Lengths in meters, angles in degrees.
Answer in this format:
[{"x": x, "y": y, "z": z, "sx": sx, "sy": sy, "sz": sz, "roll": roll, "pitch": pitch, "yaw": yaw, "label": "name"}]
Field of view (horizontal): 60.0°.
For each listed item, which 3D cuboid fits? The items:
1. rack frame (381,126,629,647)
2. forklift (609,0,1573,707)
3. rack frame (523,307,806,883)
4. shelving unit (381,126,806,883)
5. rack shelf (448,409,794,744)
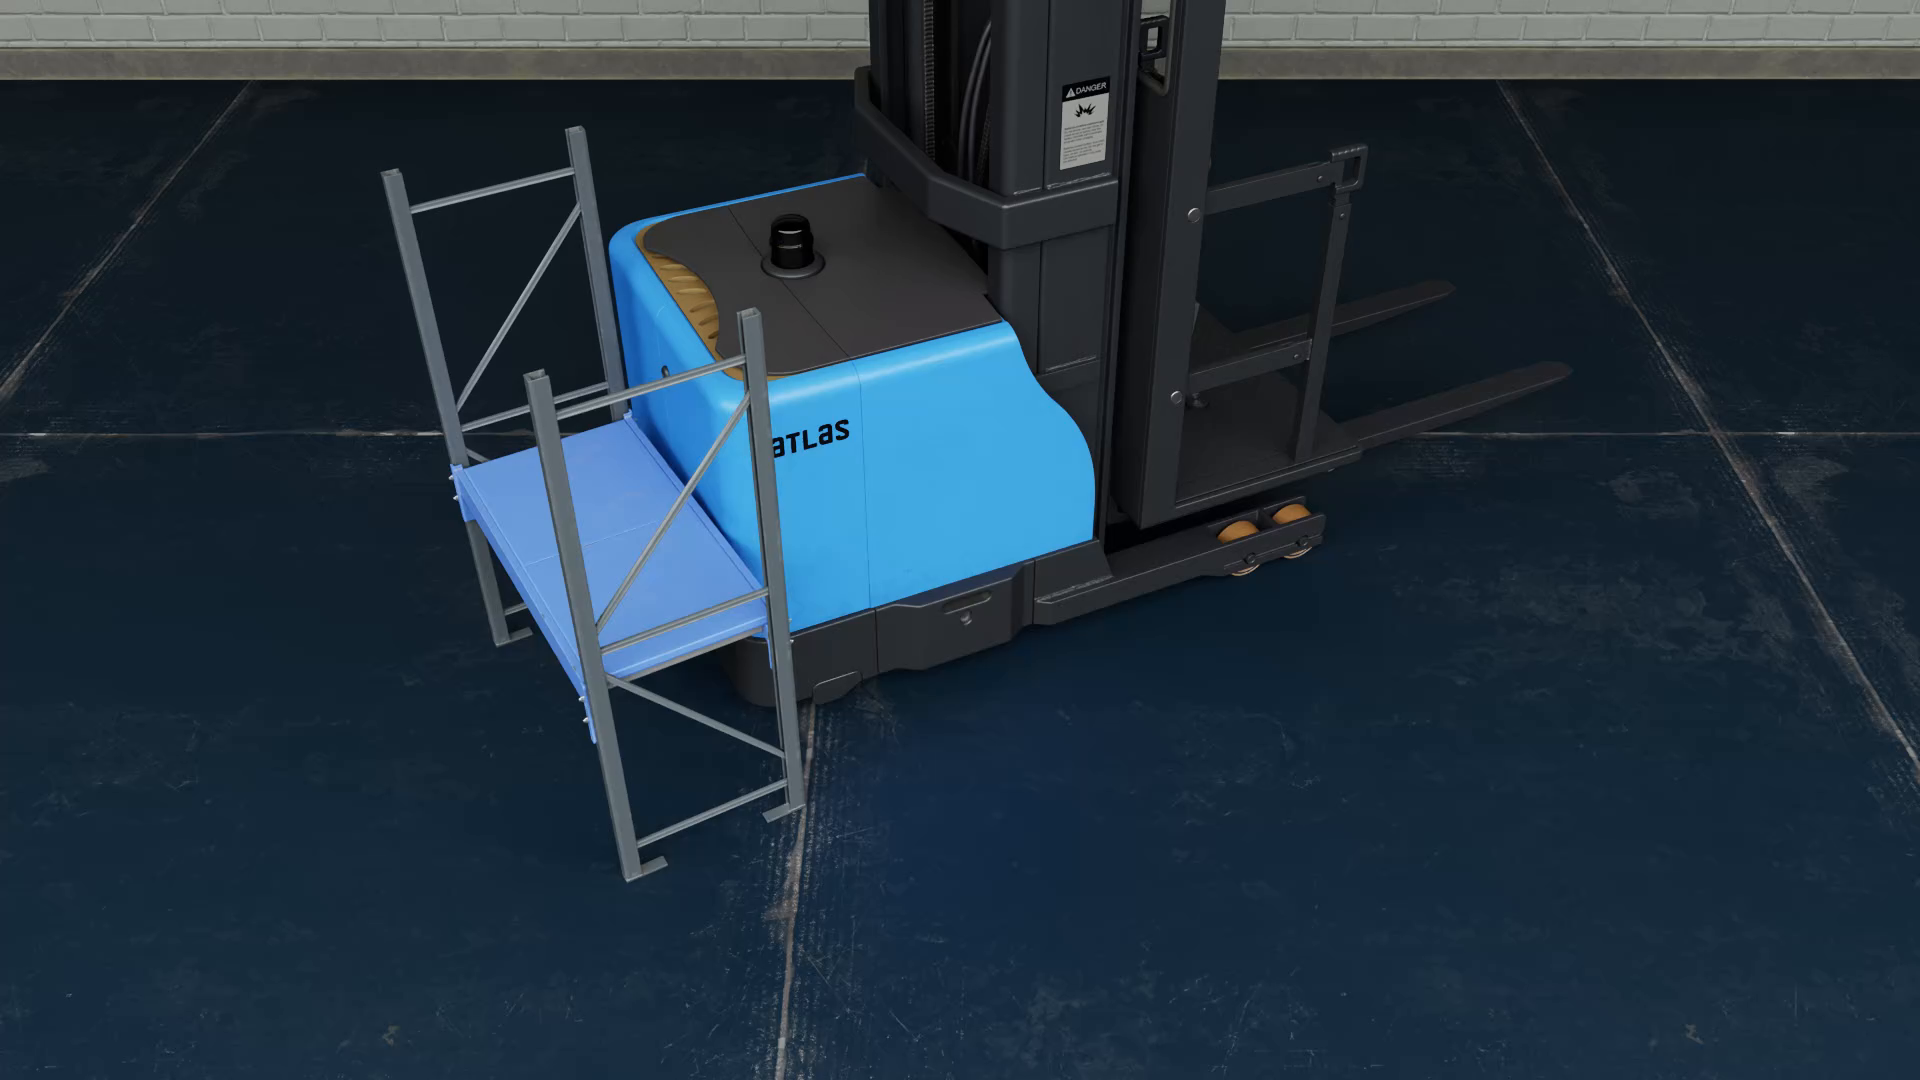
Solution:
[{"x": -1.148, "y": -0.359, "z": 4.497, "sx": 0.500, "sy": 1.500, "sz": 0.032, "roll": -20, "pitch": 43, "yaw": -23, "label": "rack frame"}, {"x": 0.563, "y": -1.315, "z": 4.547, "sx": 3.031, "sy": 2.935, "sz": 1.130, "roll": -17, "pitch": 42, "yaw": -20, "label": "forklift"}, {"x": -0.631, "y": 0.189, "z": 3.814, "sx": 0.500, "sy": 1.500, "sz": 0.032, "roll": -20, "pitch": 43, "yaw": -23, "label": "rack frame"}, {"x": -0.889, "y": -0.085, "z": 4.155, "sx": 0.538, "sy": 1.500, "sz": 1.048, "roll": -20, "pitch": 43, "yaw": -23, "label": "shelving unit"}, {"x": -0.889, "y": 0.055, "z": 4.268, "sx": 0.538, "sy": 0.185, "sz": 1.000, "roll": -20, "pitch": 43, "yaw": -23, "label": "rack shelf"}]
